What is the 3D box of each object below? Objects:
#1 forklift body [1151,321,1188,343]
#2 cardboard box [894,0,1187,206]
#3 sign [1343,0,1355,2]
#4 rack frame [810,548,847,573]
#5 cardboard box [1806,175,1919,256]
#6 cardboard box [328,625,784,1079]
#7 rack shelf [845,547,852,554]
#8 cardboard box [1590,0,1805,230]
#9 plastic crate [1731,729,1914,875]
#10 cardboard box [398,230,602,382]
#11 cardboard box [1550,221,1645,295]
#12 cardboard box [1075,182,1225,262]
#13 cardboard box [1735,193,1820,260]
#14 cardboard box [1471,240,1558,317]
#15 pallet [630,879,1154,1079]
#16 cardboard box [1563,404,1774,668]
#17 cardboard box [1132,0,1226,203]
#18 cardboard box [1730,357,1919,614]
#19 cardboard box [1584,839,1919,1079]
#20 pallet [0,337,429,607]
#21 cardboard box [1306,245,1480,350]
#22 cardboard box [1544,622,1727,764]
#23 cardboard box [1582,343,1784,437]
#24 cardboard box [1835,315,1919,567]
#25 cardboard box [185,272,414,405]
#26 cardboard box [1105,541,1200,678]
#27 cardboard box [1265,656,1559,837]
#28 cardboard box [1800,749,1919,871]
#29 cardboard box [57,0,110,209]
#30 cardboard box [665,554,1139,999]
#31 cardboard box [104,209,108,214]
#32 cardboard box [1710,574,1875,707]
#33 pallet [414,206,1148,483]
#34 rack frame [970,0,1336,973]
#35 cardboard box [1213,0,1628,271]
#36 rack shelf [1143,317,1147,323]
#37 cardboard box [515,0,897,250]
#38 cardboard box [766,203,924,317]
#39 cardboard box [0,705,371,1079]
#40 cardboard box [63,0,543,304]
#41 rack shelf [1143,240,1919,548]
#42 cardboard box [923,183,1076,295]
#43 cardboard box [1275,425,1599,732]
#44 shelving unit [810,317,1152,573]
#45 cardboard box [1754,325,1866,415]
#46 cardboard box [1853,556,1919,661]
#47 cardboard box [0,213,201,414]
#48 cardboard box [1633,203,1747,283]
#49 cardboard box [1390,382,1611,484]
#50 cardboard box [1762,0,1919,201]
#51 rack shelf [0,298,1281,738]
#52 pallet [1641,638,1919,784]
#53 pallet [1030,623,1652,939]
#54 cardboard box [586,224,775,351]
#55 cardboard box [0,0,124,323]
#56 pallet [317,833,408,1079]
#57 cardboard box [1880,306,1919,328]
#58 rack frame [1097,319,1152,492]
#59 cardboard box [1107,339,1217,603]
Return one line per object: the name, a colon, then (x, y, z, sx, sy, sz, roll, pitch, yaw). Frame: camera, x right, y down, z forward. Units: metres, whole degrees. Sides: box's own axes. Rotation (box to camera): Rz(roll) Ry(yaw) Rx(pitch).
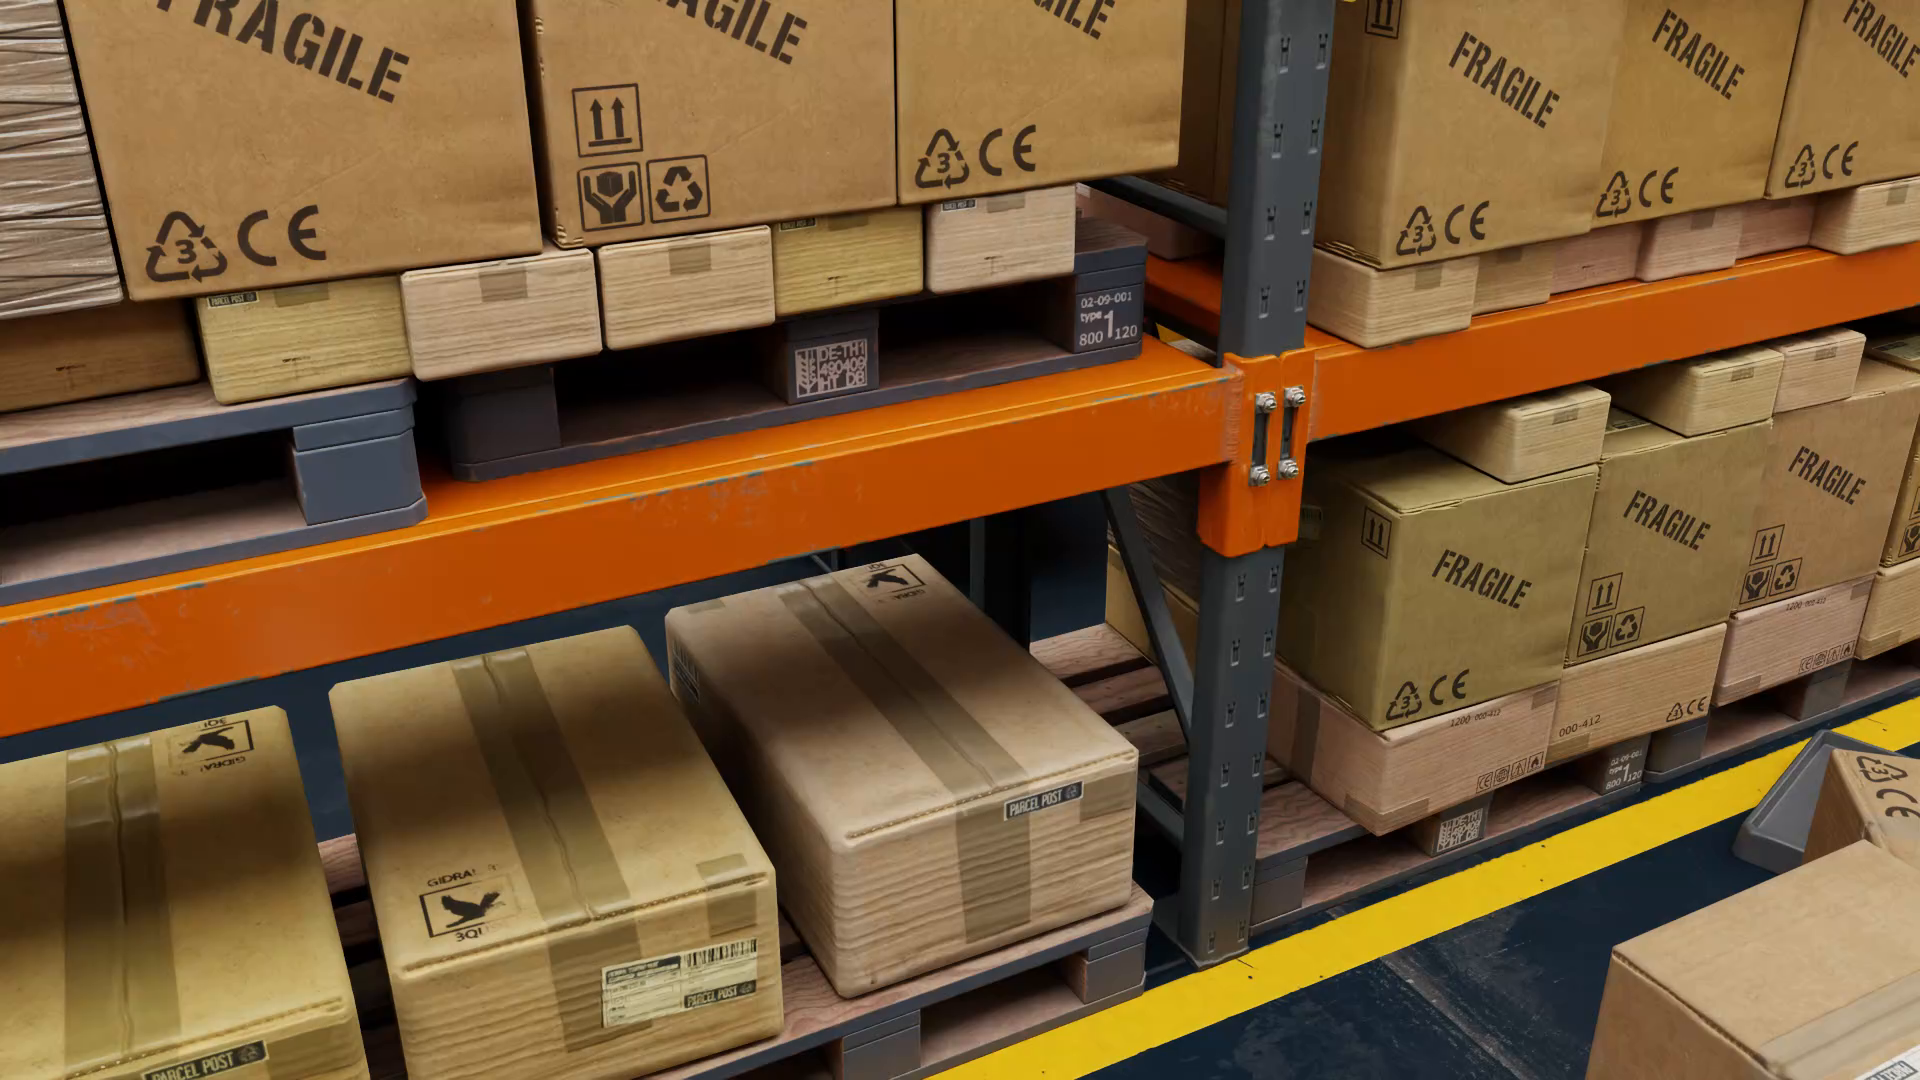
forklift body: (0.686, -1.914, 6.751, 1.214, 2.155, 2.313, -13, 29, -25)
cardboard box: (0.010, -0.857, 2.624, 0.500, 0.500, 0.500, -14, 29, -26)
sign: (0.574, -0.981, 2.489, 0.005, 0.325, 0.100, -13, 29, -25)
rack frame: (-0.455, -0.402, 4.788, 0.032, 1.125, 0.500, -13, 29, -25)
cardboard box: (1.872, -0.755, 3.648, 0.250, 0.149, 0.380, -13, 28, -25)
cardboard box: (-0.784, 0.581, 3.125, 0.625, 0.372, 0.950, -11, 28, -22)
rack shelf: (-0.006, -0.285, 5.109, 1.000, 0.278, 0.538, -13, 29, -25)
cardboard box: (1.261, -0.943, 3.290, 0.500, 0.500, 0.500, -13, 29, -25)
plastic crate: (2.081, 0.640, 3.825, 0.402, 0.080, 0.583, 21, 33, 37)
cardboard box: (-0.689, -0.369, 2.359, 0.250, 0.149, 0.380, -13, 28, -25)
cardboard box: (1.157, -0.635, 3.398, 0.250, 0.149, 0.380, -13, 29, -25)
cardboard box: (0.450, -0.739, 3.613, 0.250, 0.149, 0.380, -13, 29, -26)
cardboard box: (1.612, -0.739, 3.613, 0.250, 0.149, 0.380, -13, 29, -25)
cardboard box: (0.937, -0.570, 3.261, 0.250, 0.149, 0.380, -12, 28, -24)
pallet: (-0.376, 0.746, 3.452, 1.213, 0.211, 1.003, -13, 29, -25)
cardboard box: (1.424, -0.088, 3.794, 0.500, 0.500, 0.500, -12, 28, -23)
cardboard box: (0.585, -1.035, 3.480, 0.500, 0.500, 0.500, -14, 29, -26)
cardboard box: (1.883, -0.193, 4.012, 0.500, 0.500, 0.500, -11, 28, -22)
cardboard box: (1.174, 0.789, 2.154, 0.500, 0.500, 0.500, -13, 29, -25)
pallet: (-1.492, -0.188, 2.397, 1.213, 0.211, 1.003, -13, 29, -25)
cardboard box: (0.739, -0.498, 3.113, 0.250, 0.149, 0.380, -13, 29, -25)
cardboard box: (1.423, 0.250, 3.955, 0.500, 0.250, 0.500, -11, 28, -22)
cardboard box: (1.549, -0.375, 3.641, 0.250, 0.149, 0.380, -12, 28, -23)
cardboard box: (2.348, -0.302, 4.239, 0.500, 0.500, 0.500, -14, 29, -26)
cardboard box: (-0.921, -0.333, 2.284, 0.250, 0.149, 0.380, -13, 29, -25)
cardboard box: (0.705, 0.157, 4.149, 0.500, 0.250, 0.500, -12, 28, -23)
cardboard box: (0.958, 0.363, 3.719, 0.500, 0.250, 0.500, -14, 29, -27)
cardboard box: (1.896, 0.757, 3.092, 0.500, 0.500, 0.500, 5, 26, 11)
cardboard box: (-1.571, -0.746, 2.394, 0.500, 0.500, 0.500, -14, 29, -27)
cardboard box: (-0.152, 0.433, 3.433, 0.625, 0.372, 0.950, -13, 28, -24)
cardboard box: (-1.490, -0.499, 2.629, 0.250, 0.149, 0.380, -12, 28, -23)
cardboard box: (1.890, 0.141, 4.182, 0.500, 0.250, 0.500, -13, 29, -26)
pallet: (-0.433, -0.483, 3.013, 1.213, 0.211, 1.003, -13, 29, -25)
rack frame: (0.310, -0.670, 3.180, 0.127, 3.000, 1.000, -13, 29, -25)
cardboard box: (0.829, -0.832, 3.059, 0.500, 0.500, 0.500, -13, 29, -25)
rack shelf: (-0.006, -0.770, 4.877, 1.000, 0.278, 0.538, -13, 29, -25)
cardboard box: (-0.427, -0.755, 2.413, 0.500, 0.500, 0.500, -13, 28, -25)
cardboard box: (-0.255, -0.489, 2.607, 0.250, 0.149, 0.380, -14, 29, -27)
cardboard box: (-1.397, 0.723, 2.829, 0.625, 0.372, 0.950, -12, 28, -23)
cardboard box: (-0.885, -0.652, 2.199, 0.500, 0.500, 0.500, -12, 28, -23)
rack shelf: (2.075, -0.753, 4.184, 4.000, 0.370, 1.077, -13, 29, -25)
cardboard box: (-0.014, -0.536, 2.705, 0.250, 0.149, 0.380, -13, 28, -24)
cardboard box: (0.958, 0.025, 3.557, 0.500, 0.500, 0.500, -12, 28, -23)
shelving unit: (-0.006, -0.506, 5.004, 1.048, 1.125, 0.538, -13, 29, -25)
cardboard box: (1.785, -0.431, 3.758, 0.250, 0.149, 0.380, -11, 28, -22)
cardboard box: (2.333, 0.044, 4.384, 0.500, 0.250, 0.500, -14, 29, -27)
cardboard box: (-1.202, -0.319, 2.254, 0.250, 0.149, 0.380, -14, 29, -27)
cardboard box: (1.392, -0.672, 3.475, 0.250, 0.149, 0.380, -12, 28, -24)
cardboard box: (1.096, -0.270, 3.422, 0.250, 0.149, 0.380, -13, 28, -24)
cardboard box: (1.710, -1.041, 3.493, 0.500, 0.500, 0.500, -13, 29, -26)
rack shelf: (-1.455, 0.062, 2.487, 4.000, 0.370, 1.077, -13, 29, -25)
pallet: (1.964, 0.187, 4.617, 1.213, 0.211, 1.003, -13, 29, -25)
pallet: (0.886, 0.437, 4.096, 1.213, 0.211, 1.003, -13, 29, -25)
cardboard box: (-0.466, -0.423, 2.470, 0.250, 0.149, 0.380, -14, 29, -26)
cardboard box: (-1.347, -0.545, 1.976, 0.500, 0.500, 0.500, -14, 29, -27)
pallet: (-1.454, 0.996, 2.931, 1.213, 0.211, 1.003, -13, 29, -25)
cardboard box: (2.506, -0.599, 4.107, 0.250, 0.149, 0.380, -12, 28, -23)
rack frame: (0.443, -0.609, 5.219, 0.032, 1.125, 0.500, -13, 29, -25)
cardboard box: (0.706, -0.181, 3.986, 0.500, 0.500, 0.500, -13, 29, -26)
